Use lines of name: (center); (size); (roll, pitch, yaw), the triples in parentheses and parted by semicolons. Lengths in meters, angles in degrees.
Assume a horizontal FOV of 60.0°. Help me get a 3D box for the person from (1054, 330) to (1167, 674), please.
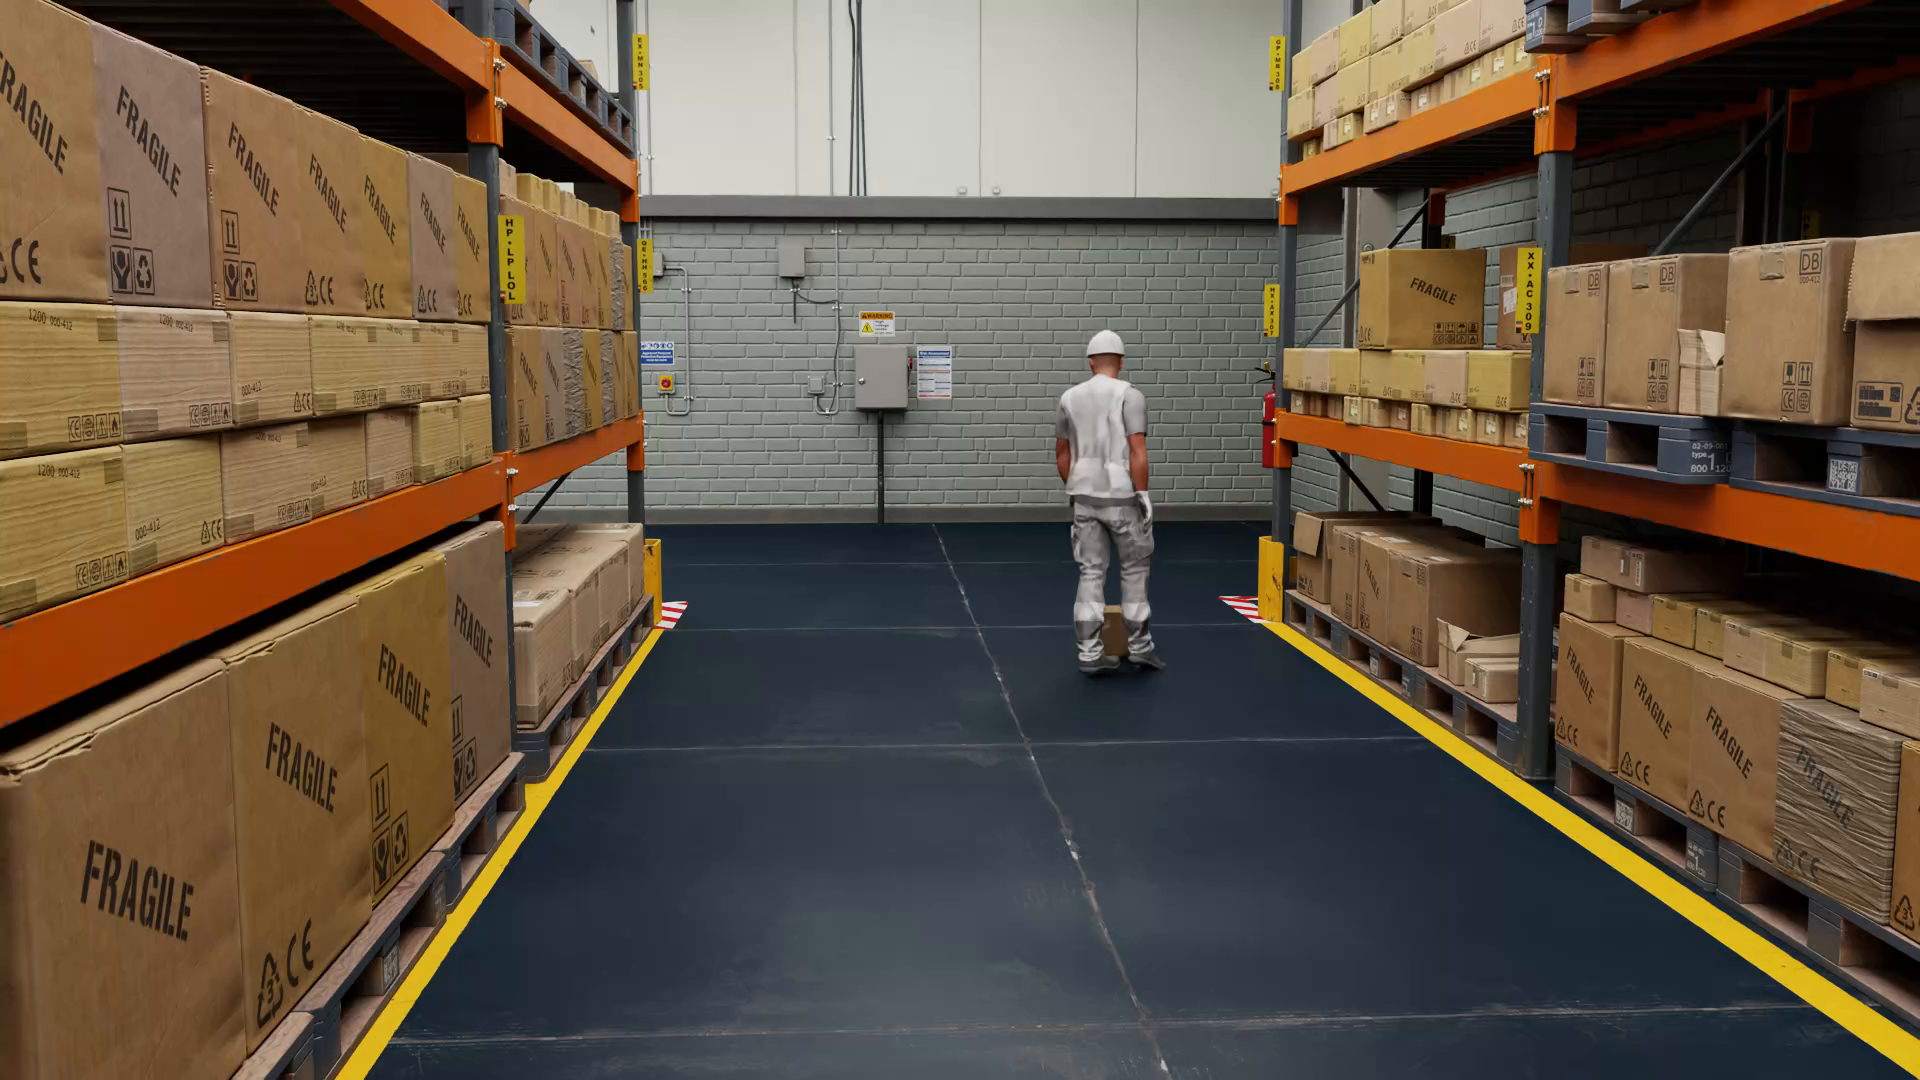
person: (0.804, -0.180, 8.745); (0.601, 1.830, 0.605); (4, 8, 31)
